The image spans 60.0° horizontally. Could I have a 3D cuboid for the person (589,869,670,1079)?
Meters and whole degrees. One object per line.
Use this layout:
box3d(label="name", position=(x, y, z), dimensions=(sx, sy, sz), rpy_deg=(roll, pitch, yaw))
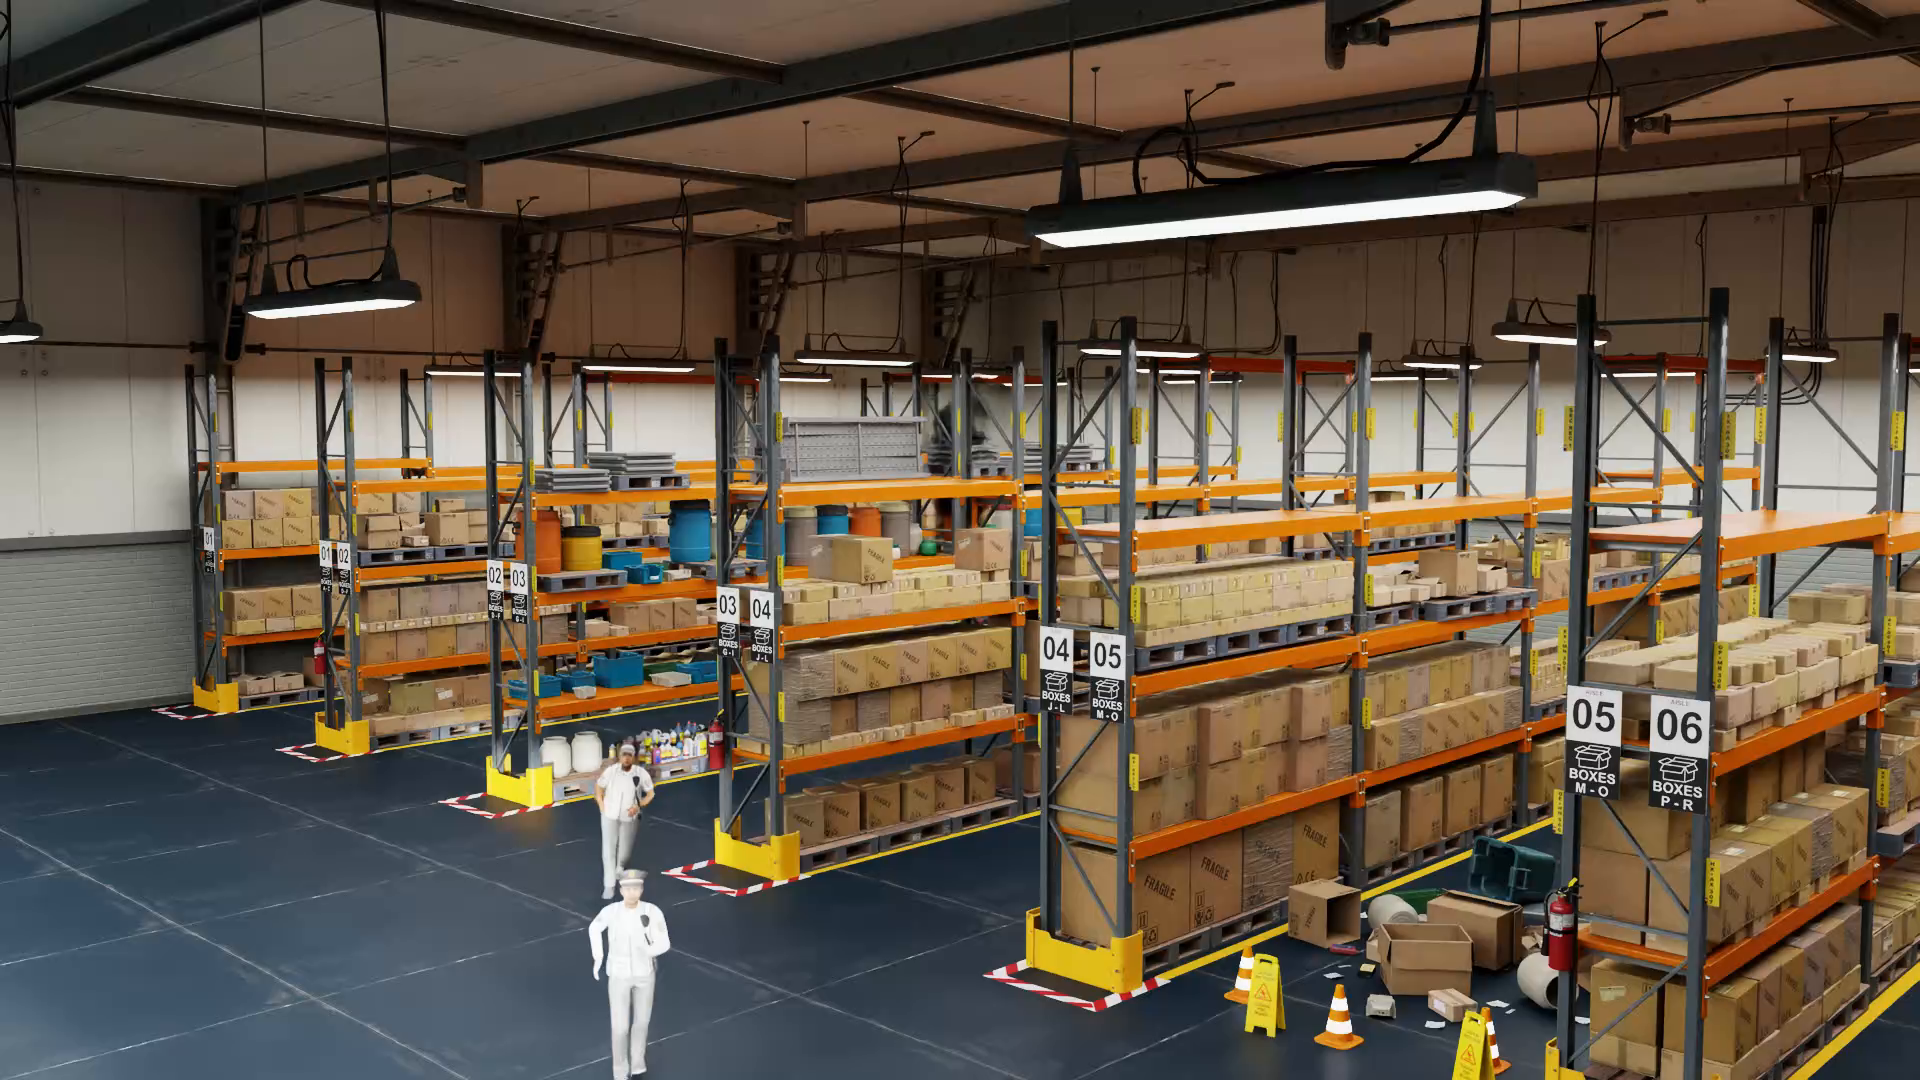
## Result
box3d(label="person", position=(-2.505, 3.355, 12.660), dimensions=(0.580, 1.751, 0.720), rpy_deg=(-1, 5, -16))

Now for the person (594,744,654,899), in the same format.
box3d(label="person", position=(-3.627, 3.000, 17.954), dimensions=(0.647, 1.629, 0.619), rpy_deg=(0, 4, -4))
